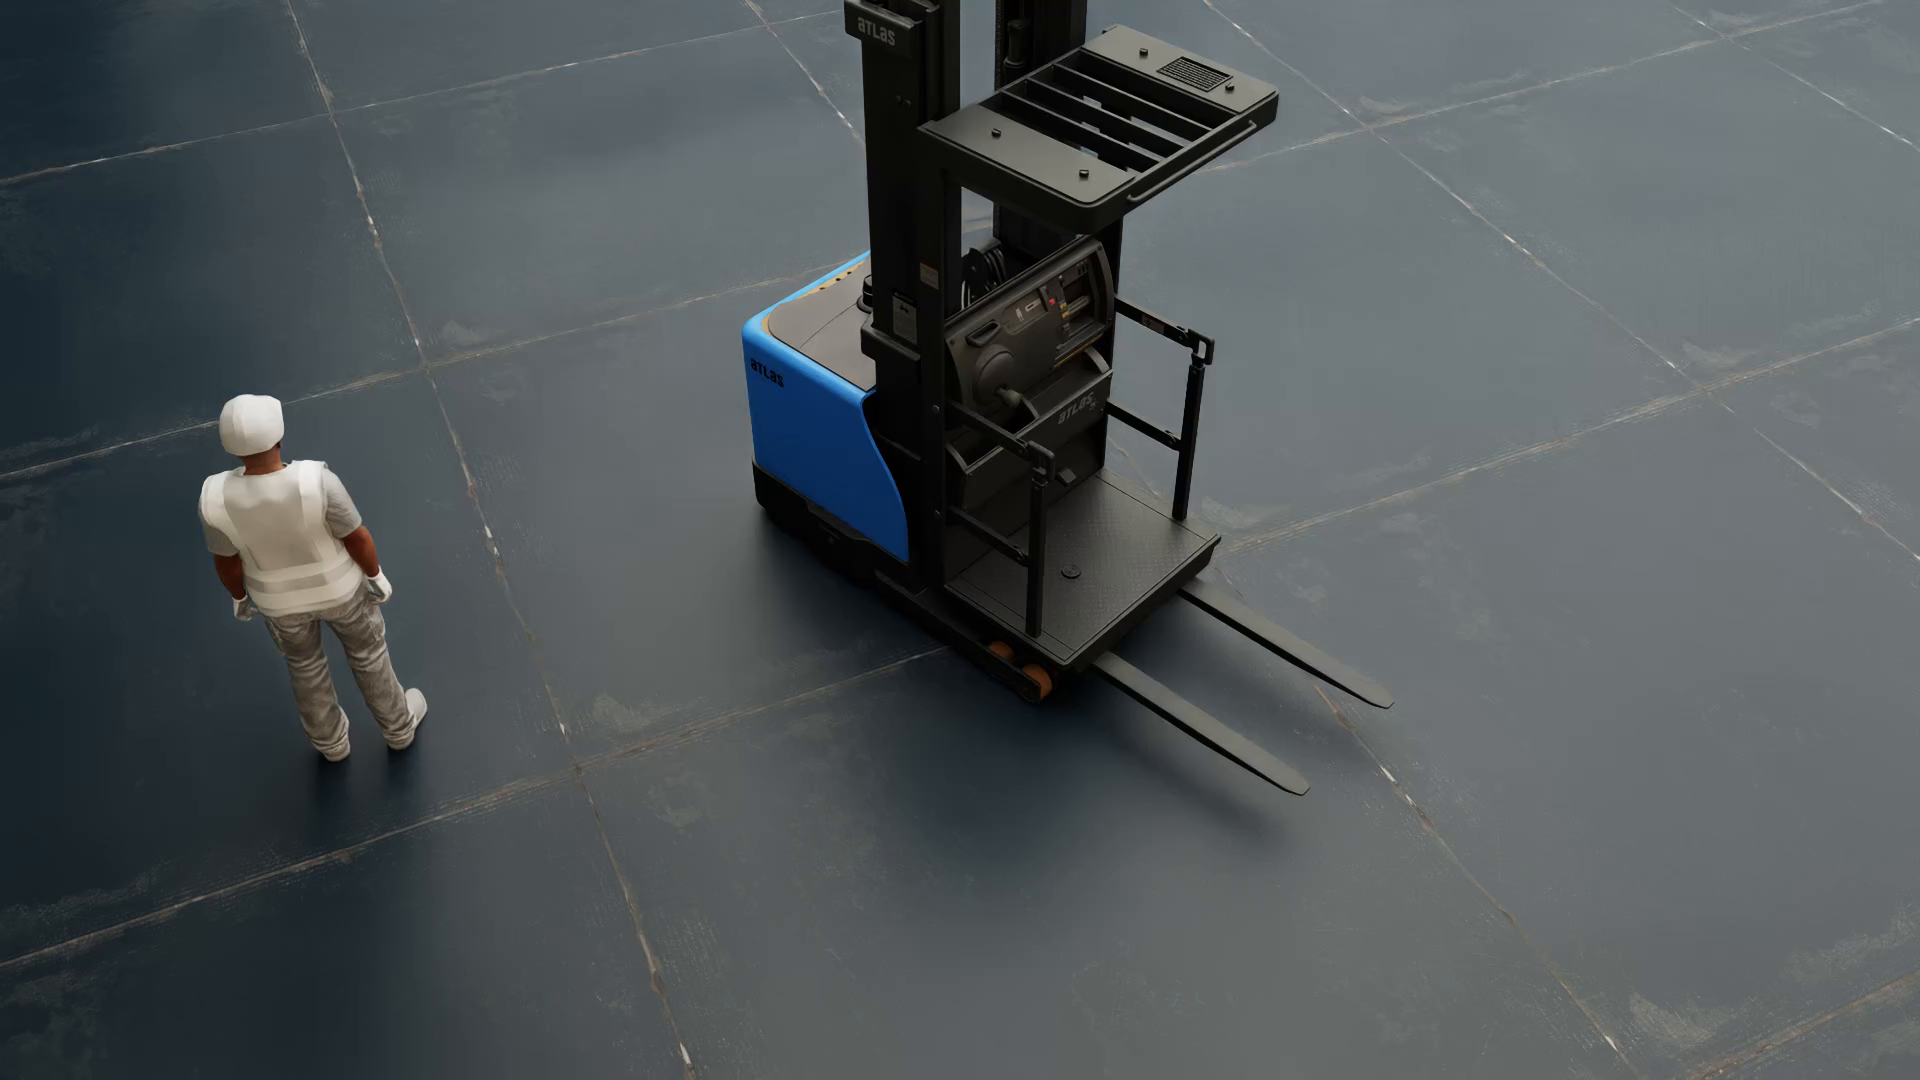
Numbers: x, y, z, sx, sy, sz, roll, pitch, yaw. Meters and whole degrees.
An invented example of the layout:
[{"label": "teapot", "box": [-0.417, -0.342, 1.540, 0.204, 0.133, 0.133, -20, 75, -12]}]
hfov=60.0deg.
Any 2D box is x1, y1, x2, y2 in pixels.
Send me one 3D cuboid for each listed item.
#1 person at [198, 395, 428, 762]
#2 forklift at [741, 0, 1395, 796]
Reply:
[{"label": "person", "box": [-2.484, 0.164, 6.345, 0.582, 1.789, 0.361, -9, 44, -10]}, {"label": "forklift", "box": [0.445, -0.788, 6.525, 3.031, 2.935, 1.130, 32, 52, 30]}]
